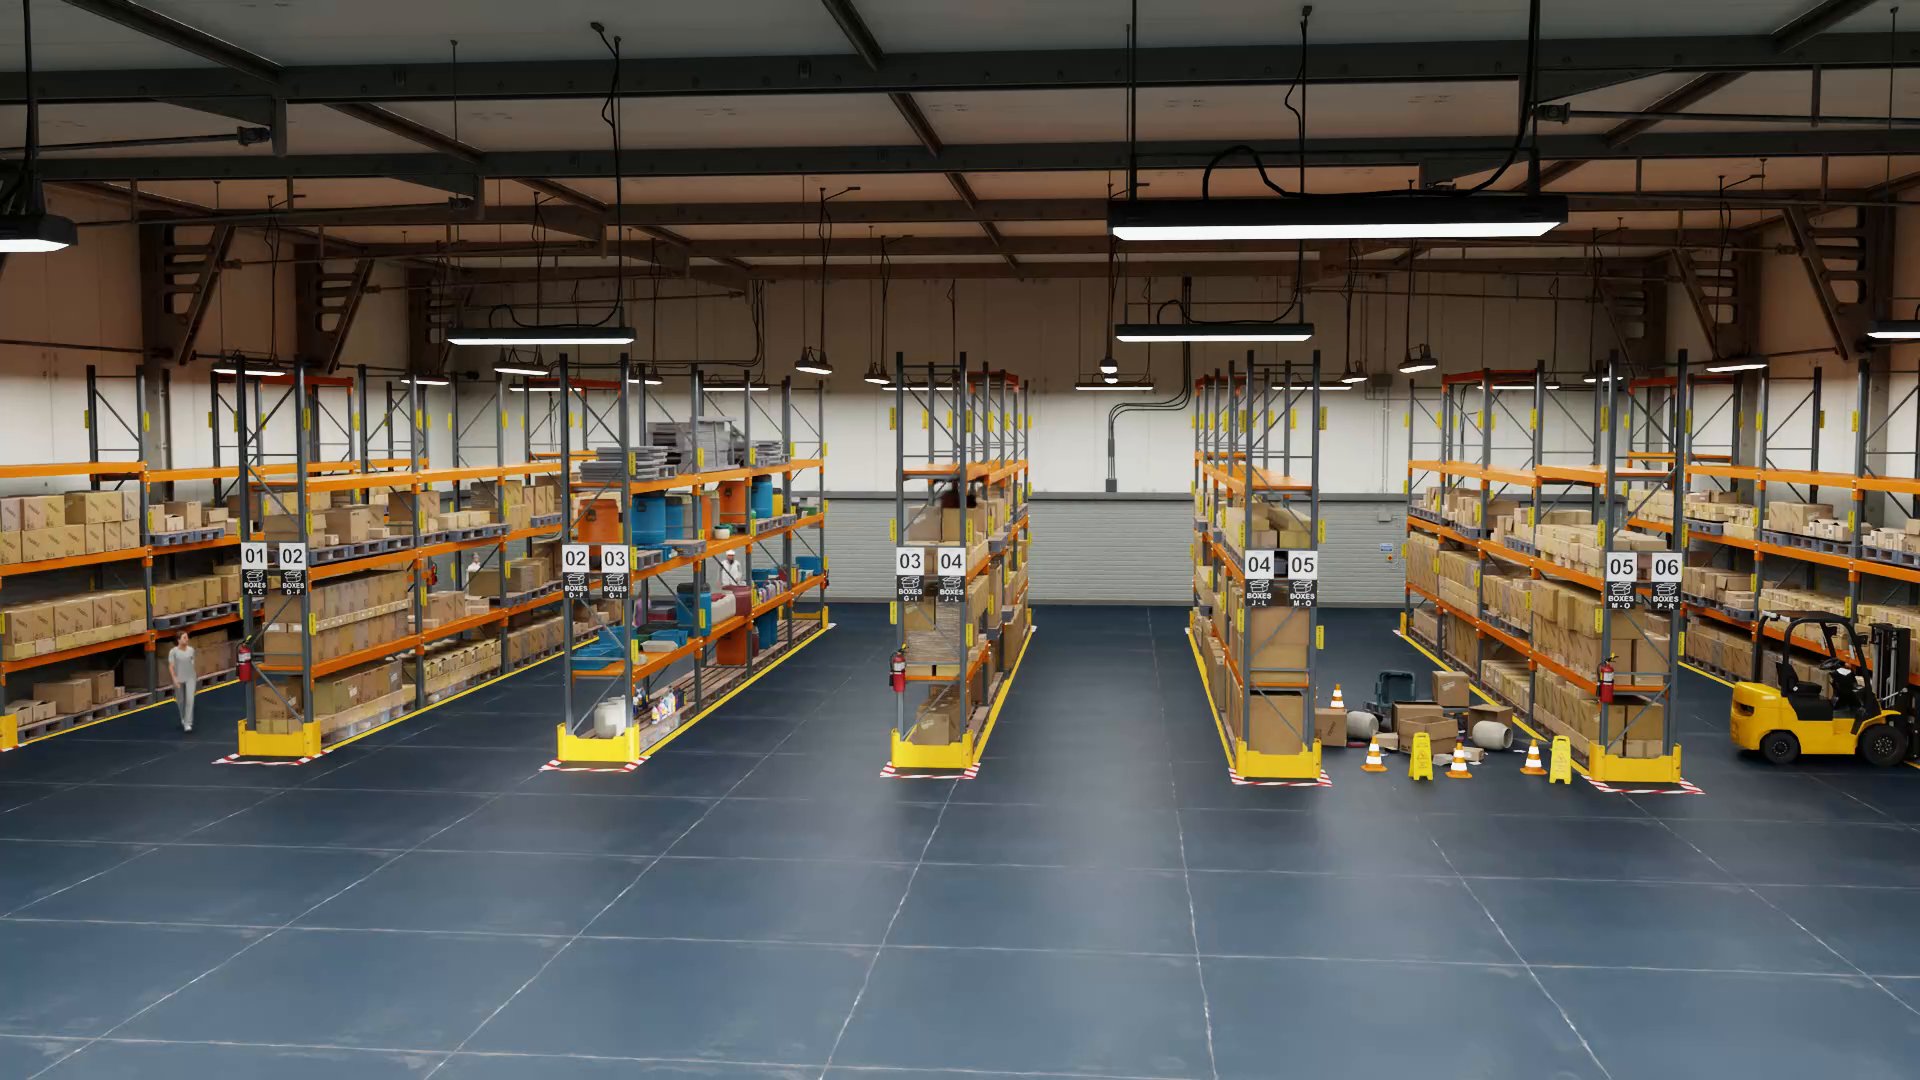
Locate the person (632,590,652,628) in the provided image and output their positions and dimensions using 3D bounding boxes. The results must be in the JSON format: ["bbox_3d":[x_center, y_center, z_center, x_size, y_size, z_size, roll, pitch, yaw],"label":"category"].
[{"bbox_3d":[-6.557,1.773,34.411,0.407,1.555,0.823,0,4,4],"label":"person"}]

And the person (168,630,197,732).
[{"bbox_3d":[-12.595,2.275,26.962,0.411,1.625,1.010,-1,4,-18],"label":"person"}]

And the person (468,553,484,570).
[{"bbox_3d":[-12.250,1.145,42.336,0.435,1.669,0.501,2,4,21],"label":"person"}]

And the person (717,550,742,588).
[{"bbox_3d":[-5.900,1.139,42.520,0.649,1.800,0.864,0,4,2],"label":"person"}]
